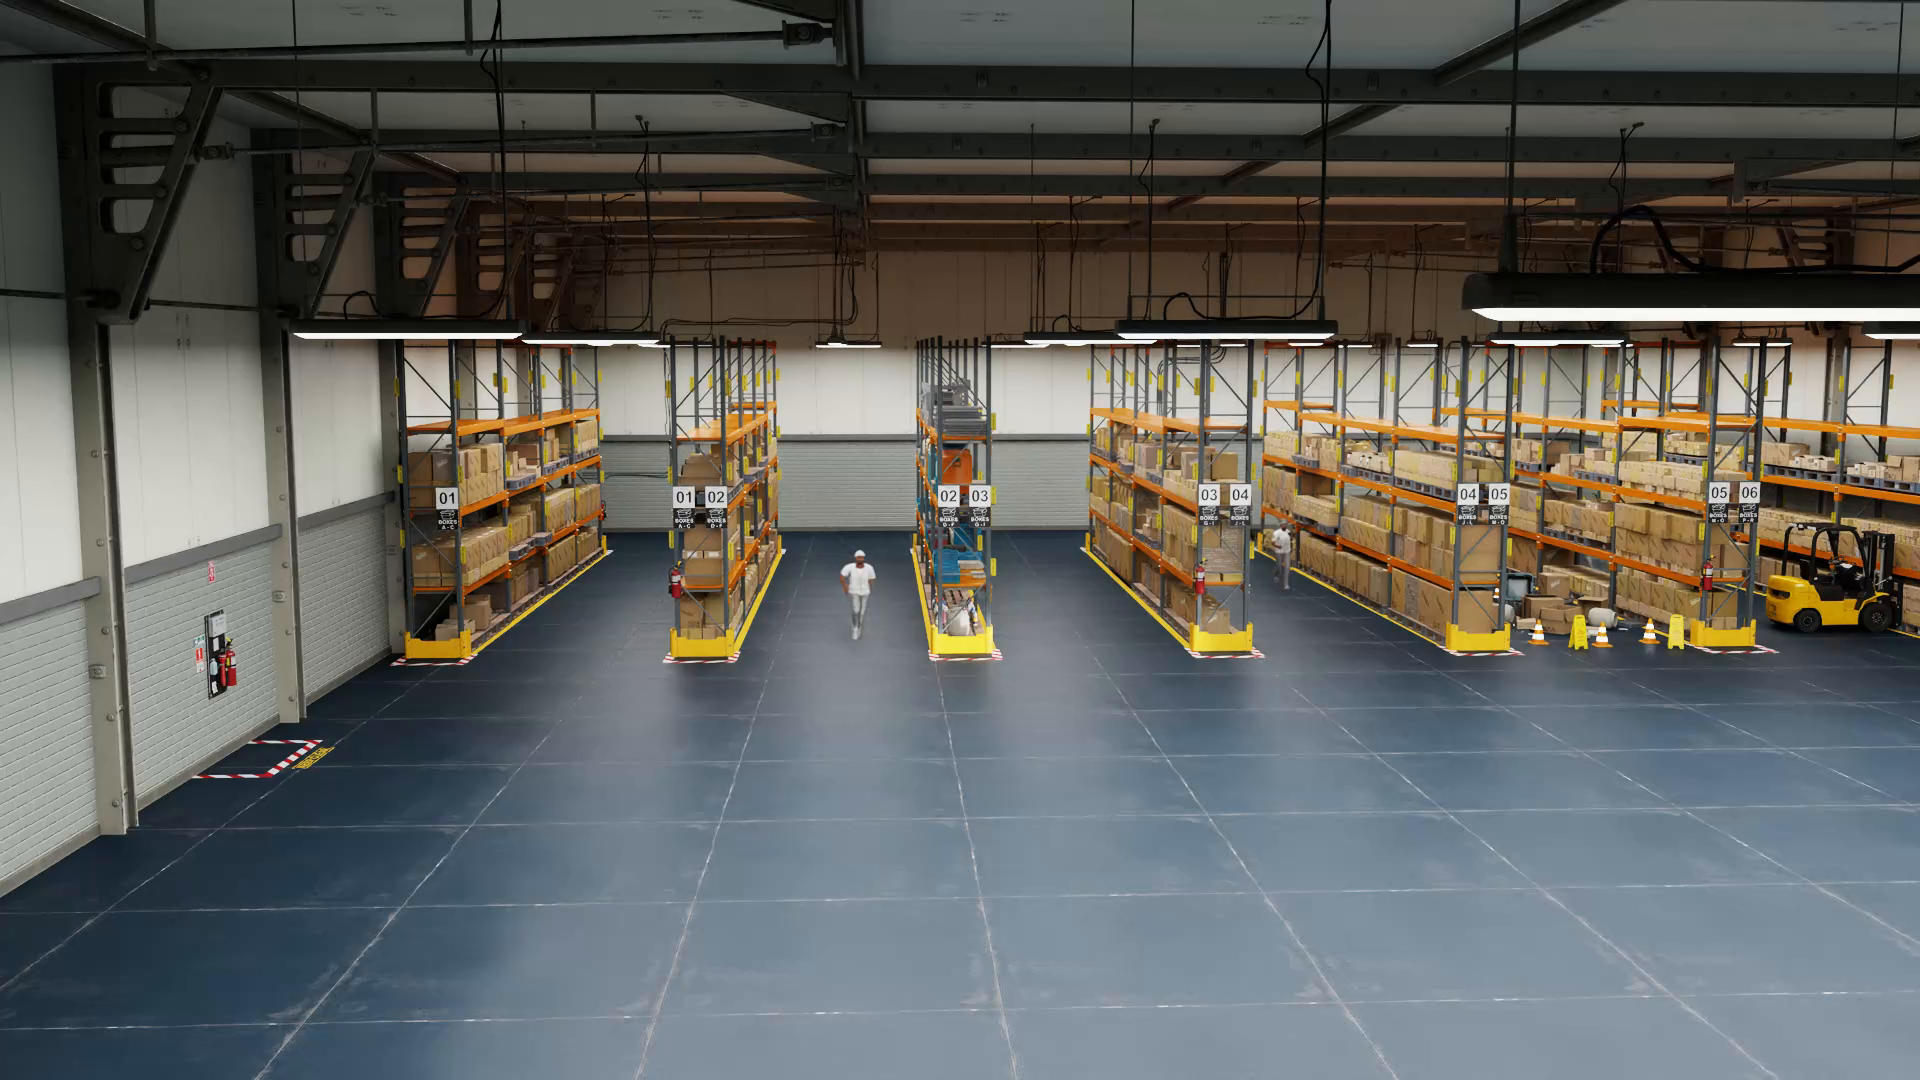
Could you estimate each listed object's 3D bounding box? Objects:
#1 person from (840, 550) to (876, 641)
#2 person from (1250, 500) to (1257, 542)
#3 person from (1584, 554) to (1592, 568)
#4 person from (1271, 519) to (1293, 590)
[{"bbox_3d":[-2.003,1.101,33.111,0.672,1.803,0.739,-2,7,-18],"label":"person"},{"bbox_3d":[8.442,-0.668,49.056,0.868,1.769,0.799,-2,7,-15],"label":"person"},{"bbox_3d":[16.183,0.016,42.929,0.573,1.739,0.797,-1,7,-7],"label":"person"},{"bbox_3d":[7.805,0.321,40.245,0.587,1.691,0.902,-1,7,-6],"label":"person"}]
